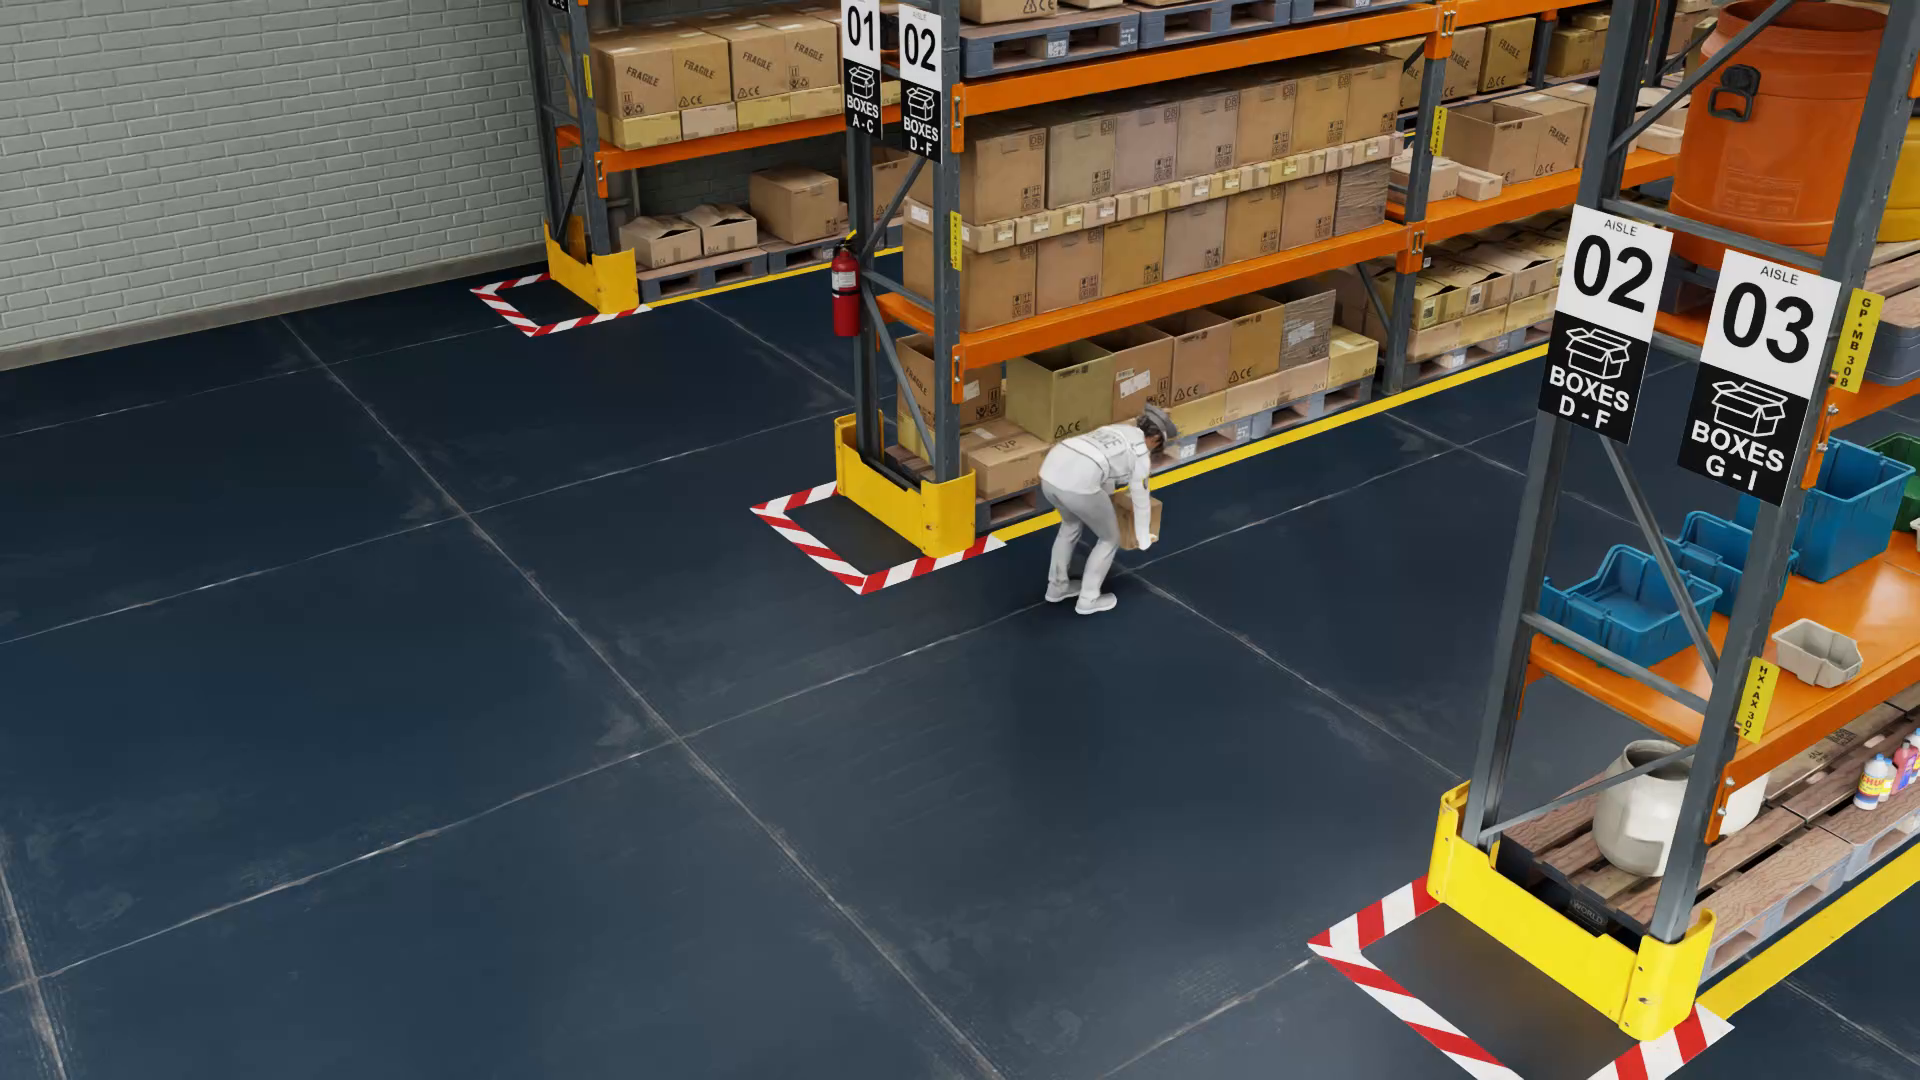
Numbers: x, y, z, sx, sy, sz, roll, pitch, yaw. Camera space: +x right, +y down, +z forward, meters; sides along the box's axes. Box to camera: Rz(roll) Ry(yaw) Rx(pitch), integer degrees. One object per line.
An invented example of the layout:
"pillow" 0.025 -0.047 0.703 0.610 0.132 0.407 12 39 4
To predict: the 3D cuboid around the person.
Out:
"person" 0.854 -0.181 9.536 0.926 1.108 0.408 -22 35 -34
